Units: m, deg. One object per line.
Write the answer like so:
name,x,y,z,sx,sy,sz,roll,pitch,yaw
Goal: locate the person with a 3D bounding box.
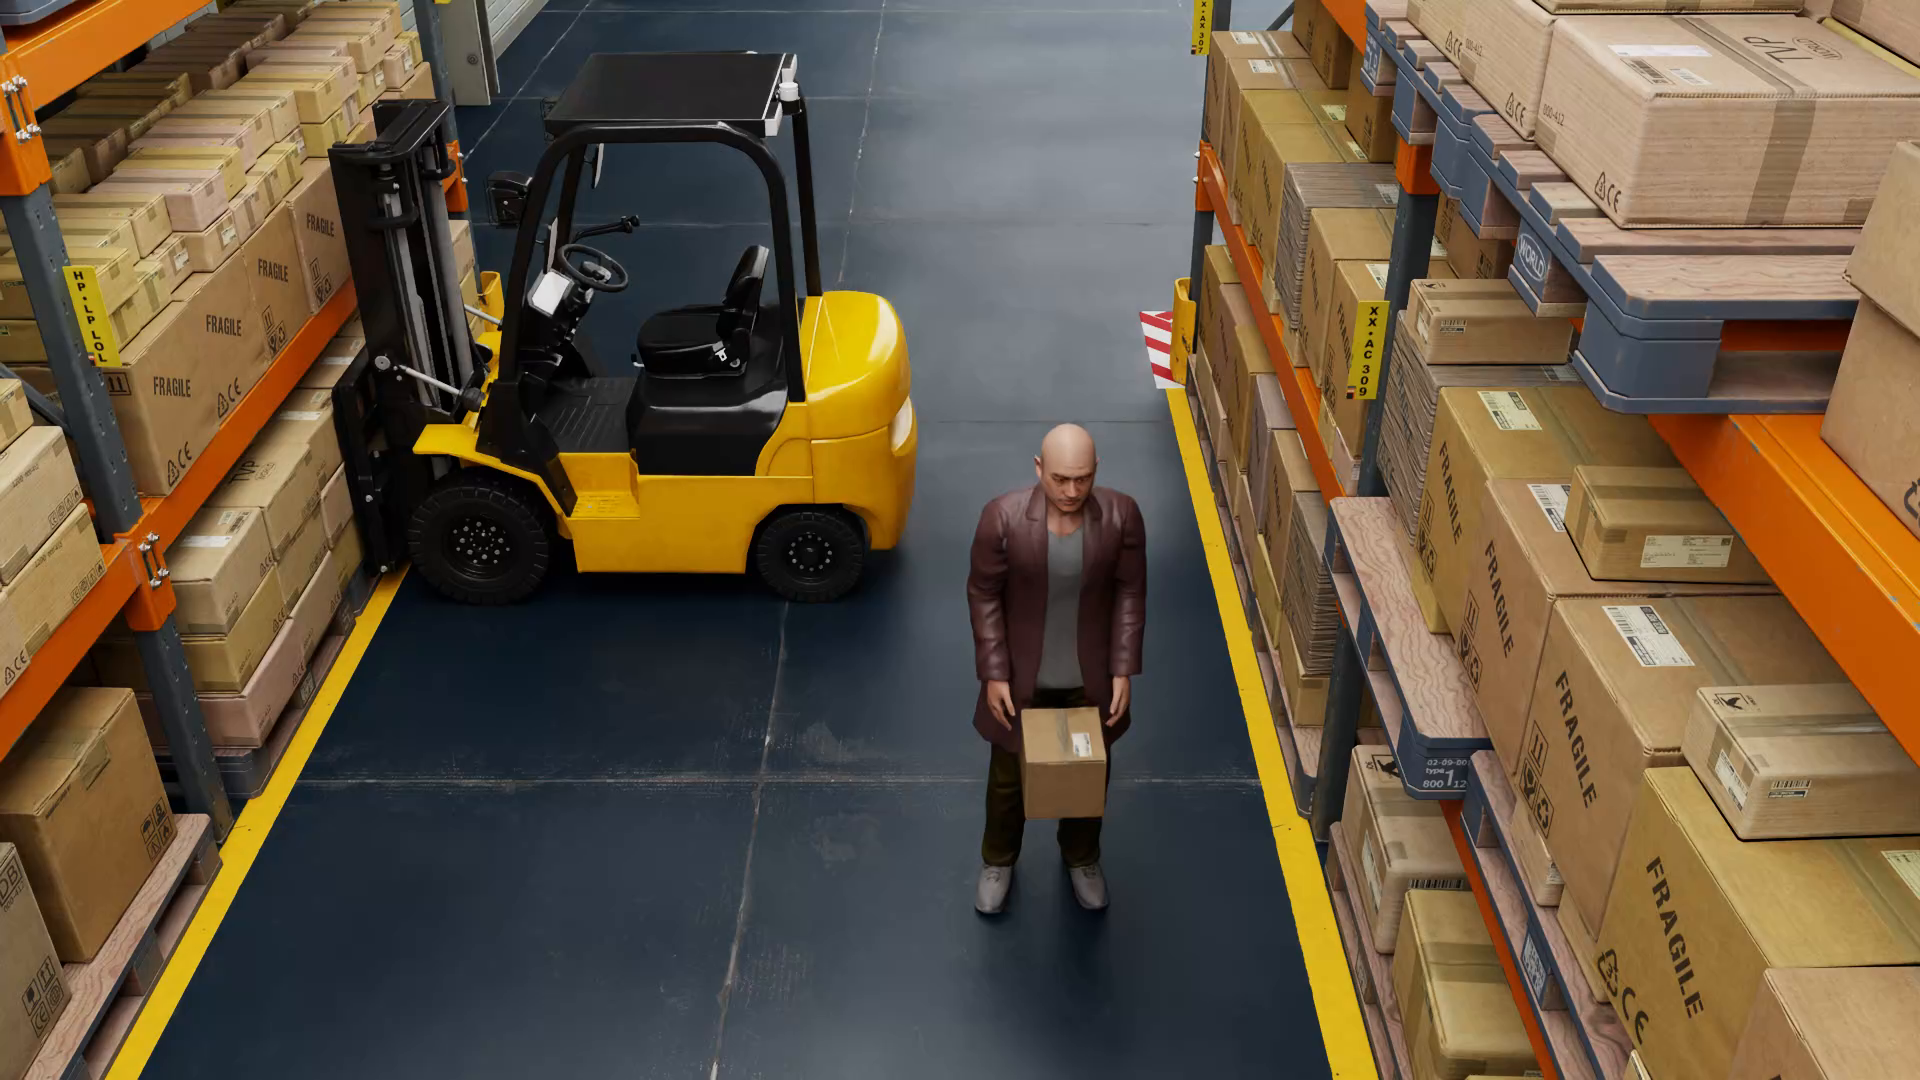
person,0.314,0.430,5.430,0.583,1.780,0.424,-1,31,-2
